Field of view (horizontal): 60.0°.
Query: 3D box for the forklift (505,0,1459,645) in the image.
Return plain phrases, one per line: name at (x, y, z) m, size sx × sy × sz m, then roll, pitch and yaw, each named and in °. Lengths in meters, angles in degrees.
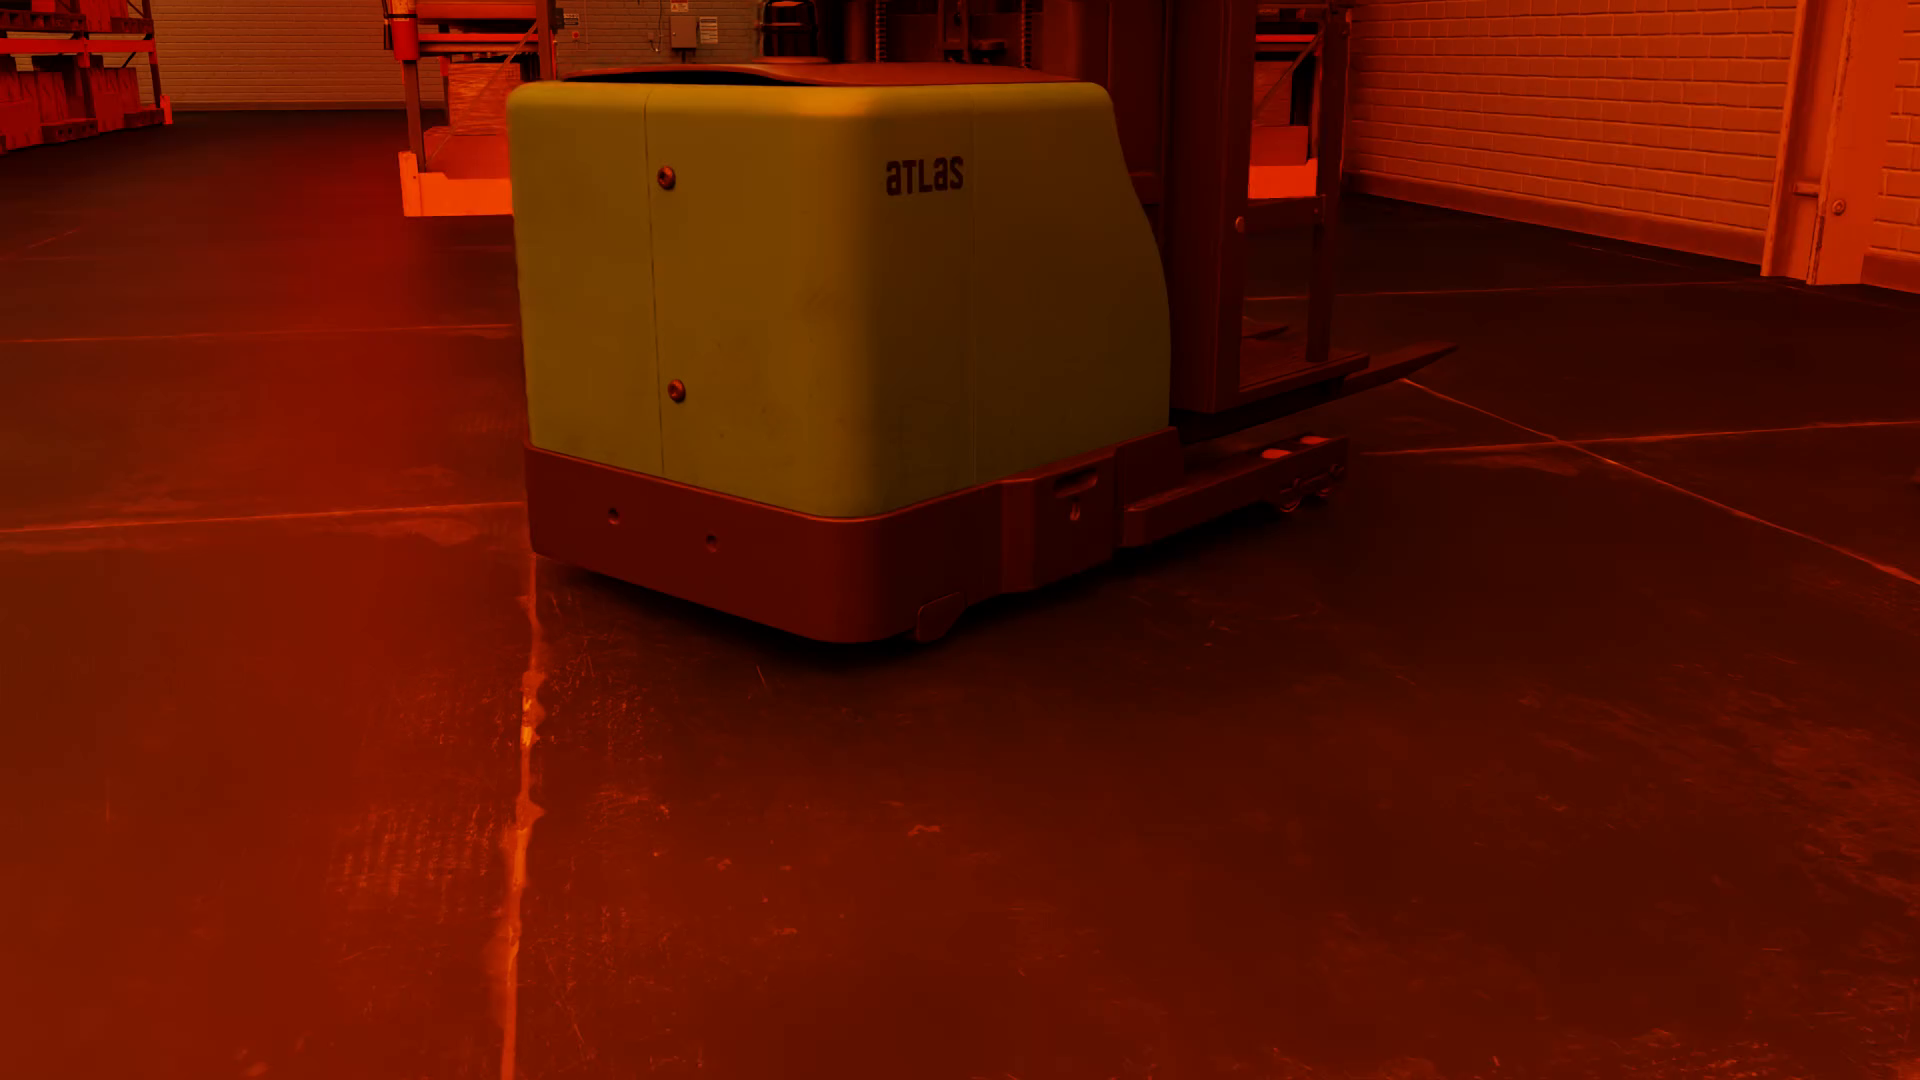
forklift at (0.376, -1.555, 4.102) m, size 1.130 × 2.935 × 3.031 m, roll 13°, pitch 21°, yaw 38°
